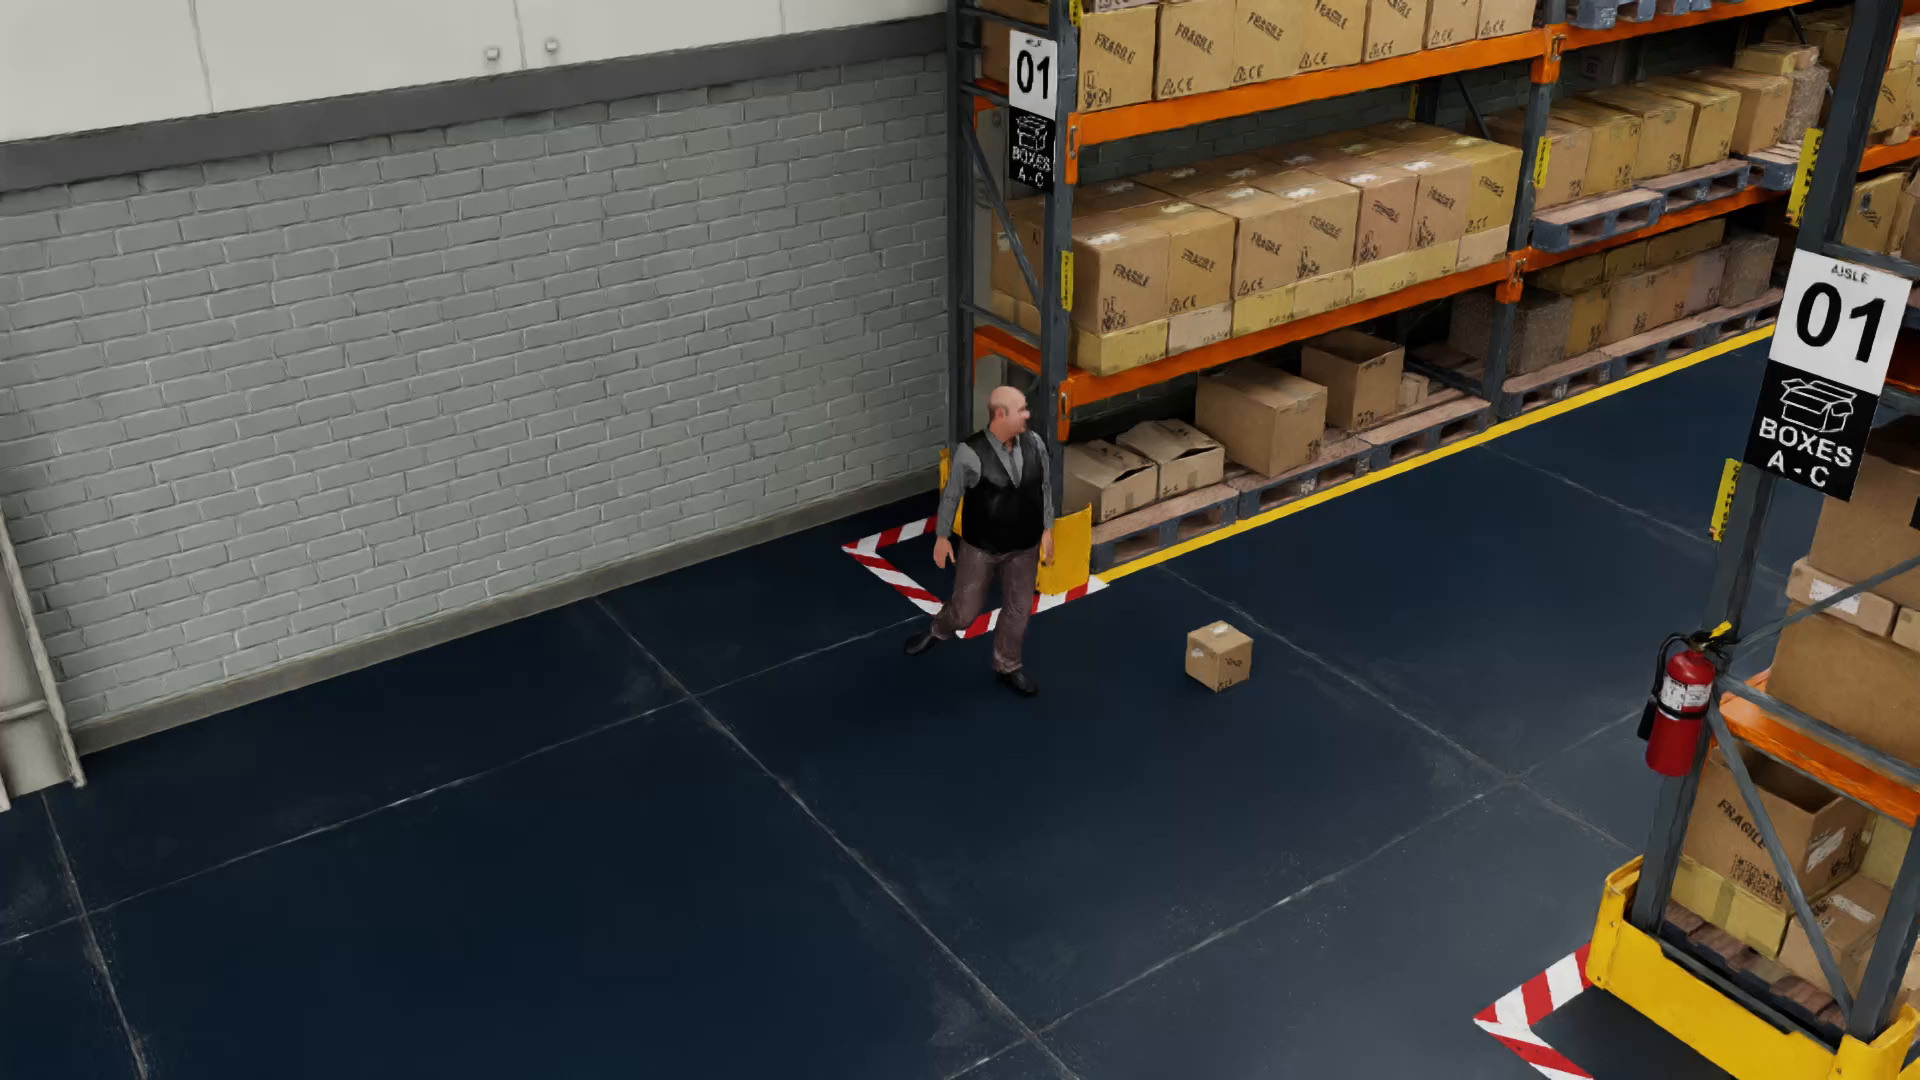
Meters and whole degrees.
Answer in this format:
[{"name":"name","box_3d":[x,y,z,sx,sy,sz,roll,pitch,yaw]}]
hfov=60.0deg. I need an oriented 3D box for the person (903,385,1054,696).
[{"name":"person","box_3d":[0.111,-0.008,8.670,0.722,1.721,0.612,-12,31,-21]}]
